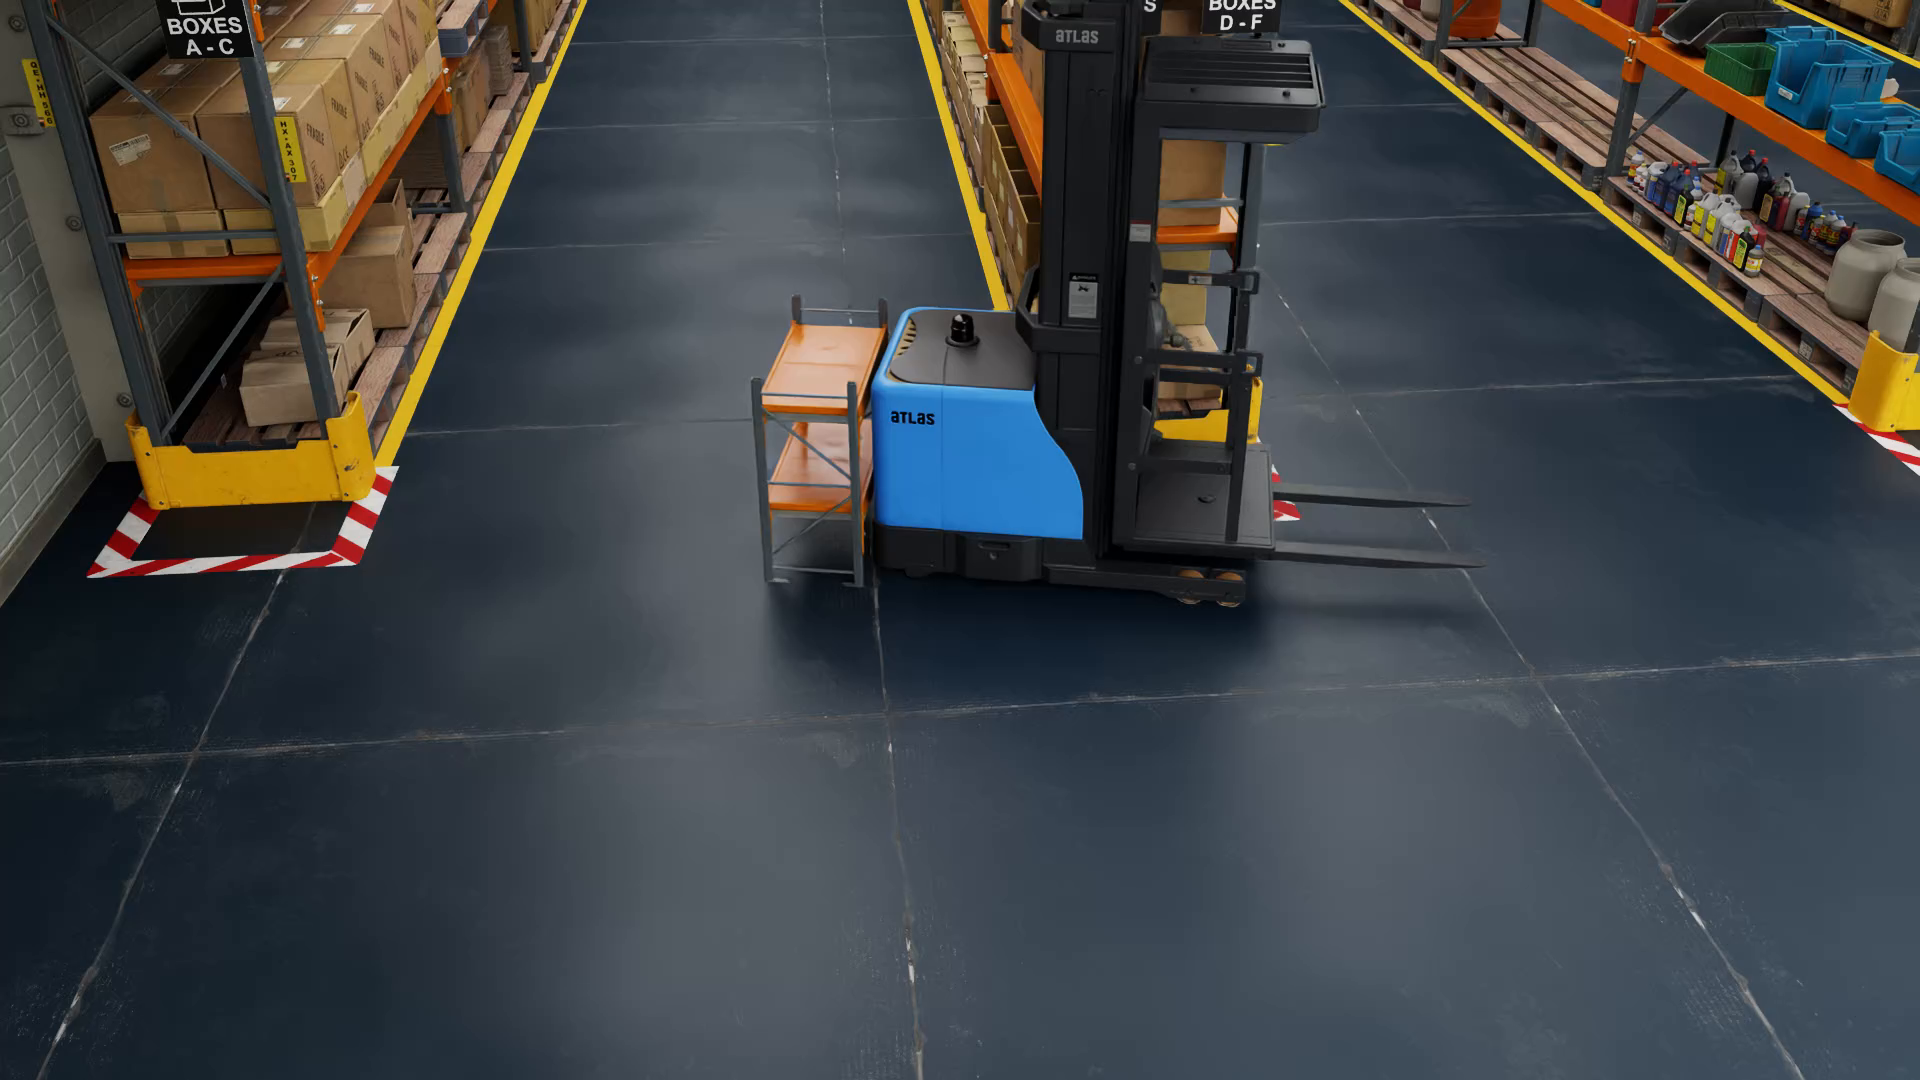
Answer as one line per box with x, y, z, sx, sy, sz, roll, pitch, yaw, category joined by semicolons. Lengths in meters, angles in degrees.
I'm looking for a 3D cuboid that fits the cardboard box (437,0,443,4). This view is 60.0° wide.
-4.280;-4.347;12.577;0.700;0.500;0.500;0;31;1;cardboard box

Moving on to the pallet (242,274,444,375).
-4.006;-1.406;10.898;1.003;0.211;1.213;-3;31;-5;pallet

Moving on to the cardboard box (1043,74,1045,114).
0.906;-2.838;10.478;0.700;0.500;0.500;-2;31;-3;cardboard box

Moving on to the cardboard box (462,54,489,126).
-4.469;-3.840;14.263;0.700;0.500;0.500;-3;31;-5;cardboard box

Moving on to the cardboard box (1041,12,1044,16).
0.667;-3.325;10.661;0.380;0.149;0.250;-4;31;-6;cardboard box

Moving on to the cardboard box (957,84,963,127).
0.243;-3.785;14.433;0.500;0.250;0.500;-2;31;-4;cardboard box

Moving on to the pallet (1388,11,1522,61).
5.153;-5.289;17.398;1.003;0.211;1.213;-3;31;-5;pallet

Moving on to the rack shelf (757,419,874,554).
-0.683;-0.315;8.657;0.538;0.278;1.000;3;31;5;rack shelf

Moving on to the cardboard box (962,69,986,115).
0.288;-3.762;13.847;0.500;0.311;0.500;-3;31;-5;cardboard box

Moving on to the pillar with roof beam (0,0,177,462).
-0.488;-4.624;7.716;9.100;9.000;0.400;-3;31;-5;pillar with roof beam

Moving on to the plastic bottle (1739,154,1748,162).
6.016;-2.836;12.793;0.061;0.283;0.133;-1;31;-2;plastic bottle

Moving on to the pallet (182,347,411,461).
-3.896;-0.784;9.857;1.003;0.211;1.213;-3;31;-5;pallet

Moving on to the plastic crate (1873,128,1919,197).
5.671;-2.178;9.617;0.499;0.251;0.616;-3;31;-5;plastic crate

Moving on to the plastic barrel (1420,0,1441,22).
5.064;-5.731;17.435;0.421;0.512;0.421;0;31;0;plastic barrel

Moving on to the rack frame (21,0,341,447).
-3.848;-1.526;8.380;1.000;3.000;0.127;-3;31;-5;rack frame

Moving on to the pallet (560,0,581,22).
-4.822;-6.065;18.699;1.003;0.211;1.213;-3;31;-5;pallet

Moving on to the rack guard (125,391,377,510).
-3.855;-0.492;9.086;1.175;0.500;0.348;-3;31;-5;rack guard

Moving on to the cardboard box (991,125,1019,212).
0.496;-2.623;11.757;0.500;0.500;0.500;-3;31;-5;cardboard box

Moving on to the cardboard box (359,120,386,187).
-3.682;-2.260;9.735;0.500;0.250;0.500;-3;31;-5;cardboard box

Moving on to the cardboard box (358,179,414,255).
-4.085;-2.156;11.443;0.500;0.500;0.500;-5;31;-8;cardboard box

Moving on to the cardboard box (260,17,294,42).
-4.240;-2.801;9.910;0.500;0.500;0.500;-2;31;-4;cardboard box

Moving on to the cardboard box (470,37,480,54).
-4.485;-4.389;14.451;0.500;0.250;0.500;-2;31;-4;cardboard box

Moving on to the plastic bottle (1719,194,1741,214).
5.507;-2.337;11.965;0.152;0.276;0.135;-3;31;-5;plastic bottle

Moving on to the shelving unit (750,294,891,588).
-0.683;-0.525;8.532;0.538;1.125;1.048;3;31;5;shelving unit

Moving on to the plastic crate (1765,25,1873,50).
6.016;-3.427;11.708;0.499;0.251;0.616;-3;31;-5;plastic crate

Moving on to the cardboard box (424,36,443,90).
-3.875;-3.285;11.452;0.500;0.250;0.500;-3;31;-4;cardboard box

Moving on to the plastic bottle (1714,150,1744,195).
5.846;-2.773;12.621;0.144;0.351;0.185;-3;31;-5;plastic bottle

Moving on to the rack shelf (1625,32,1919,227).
5.829;-2.713;11.069;1.077;0.370;4.000;-3;31;-5;rack shelf

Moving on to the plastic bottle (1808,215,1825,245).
6.106;-2.206;11.817;0.097;0.201;0.097;0;31;0;plastic bottle

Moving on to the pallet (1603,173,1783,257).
5.664;-2.501;12.731;1.003;0.211;1.213;-3;31;-5;pallet

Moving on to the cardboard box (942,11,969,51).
0.093;-4.809;15.601;0.500;0.311;0.500;-2;31;-3;cardboard box

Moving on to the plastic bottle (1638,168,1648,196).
5.255;-2.743;12.717;0.097;0.201;0.097;0;31;0;plastic bottle

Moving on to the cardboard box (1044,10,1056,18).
0.899;-3.413;10.176;0.700;0.500;0.500;-3;31;-5;cardboard box

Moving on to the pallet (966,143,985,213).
0.603;-2.985;13.541;1.003;0.211;1.213;-3;31;-5;pallet

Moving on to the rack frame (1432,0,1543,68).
5.269;-6.085;16.013;1.000;3.000;0.127;-3;31;-5;rack frame

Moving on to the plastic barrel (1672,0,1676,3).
5.771;-4.600;13.394;0.433;0.535;0.433;0;31;0;plastic barrel

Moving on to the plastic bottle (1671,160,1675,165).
5.399;-2.724;12.605;0.061;0.283;0.133;-3;31;-5;plastic bottle

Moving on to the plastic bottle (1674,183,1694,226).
5.296;-2.451;12.148;0.061;0.283;0.133;-1;31;-2;plastic bottle

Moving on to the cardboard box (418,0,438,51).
-3.869;-3.608;11.261;0.500;0.500;0.500;-3;31;-5;cardboard box

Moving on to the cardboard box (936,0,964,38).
0.015;-5.432;16.927;0.500;0.500;0.500;-2;31;-3;cardboard box

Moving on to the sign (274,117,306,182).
-3.307;-1.924;8.202;0.100;0.325;0.005;-3;31;-5;sign

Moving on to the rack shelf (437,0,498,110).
-4.408;-4.281;13.693;1.077;0.370;4.000;-3;31;-5;rack shelf

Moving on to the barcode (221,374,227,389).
-4.223;-0.912;9.536;0.001;0.075;0.075;-3;31;-5;barcode

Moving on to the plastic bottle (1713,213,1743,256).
5.399;-2.138;11.631;0.152;0.276;0.135;-4;31;-6;plastic bottle

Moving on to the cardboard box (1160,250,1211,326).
1.207;-1.627;10.089;0.500;0.500;0.500;-3;31;-5;cardboard box

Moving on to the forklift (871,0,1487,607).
1.118;-1.220;7.935;3.031;2.935;1.130;4;31;7;forklift

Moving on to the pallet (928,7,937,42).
0.194;-5.657;18.015;1.003;0.211;1.213;-3;31;-5;pallet

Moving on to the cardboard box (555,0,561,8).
-4.693;-6.131;17.776;0.750;0.750;0.750;-2;31;-3;cardboard box

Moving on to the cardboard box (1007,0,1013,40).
0.621;-3.993;12.655;0.500;0.250;0.500;-1;31;-1;cardboard box

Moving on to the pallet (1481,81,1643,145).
5.413;-3.869;15.022;1.003;0.211;1.213;-3;31;-5;pallet

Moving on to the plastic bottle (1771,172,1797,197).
6.038;-2.517;12.193;0.144;0.351;0.185;-3;31;-5;plastic bottle

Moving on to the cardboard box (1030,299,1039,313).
0.681;-1.280;10.239;0.500;0.250;0.500;-3;31;-5;cardboard box

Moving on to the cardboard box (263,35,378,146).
-3.671;-2.567;9.519;0.500;0.500;0.500;-4;31;-6;cardboard box

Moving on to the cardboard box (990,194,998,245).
0.493;-2.301;11.949;0.500;0.250;0.500;-3;31;-5;cardboard box
